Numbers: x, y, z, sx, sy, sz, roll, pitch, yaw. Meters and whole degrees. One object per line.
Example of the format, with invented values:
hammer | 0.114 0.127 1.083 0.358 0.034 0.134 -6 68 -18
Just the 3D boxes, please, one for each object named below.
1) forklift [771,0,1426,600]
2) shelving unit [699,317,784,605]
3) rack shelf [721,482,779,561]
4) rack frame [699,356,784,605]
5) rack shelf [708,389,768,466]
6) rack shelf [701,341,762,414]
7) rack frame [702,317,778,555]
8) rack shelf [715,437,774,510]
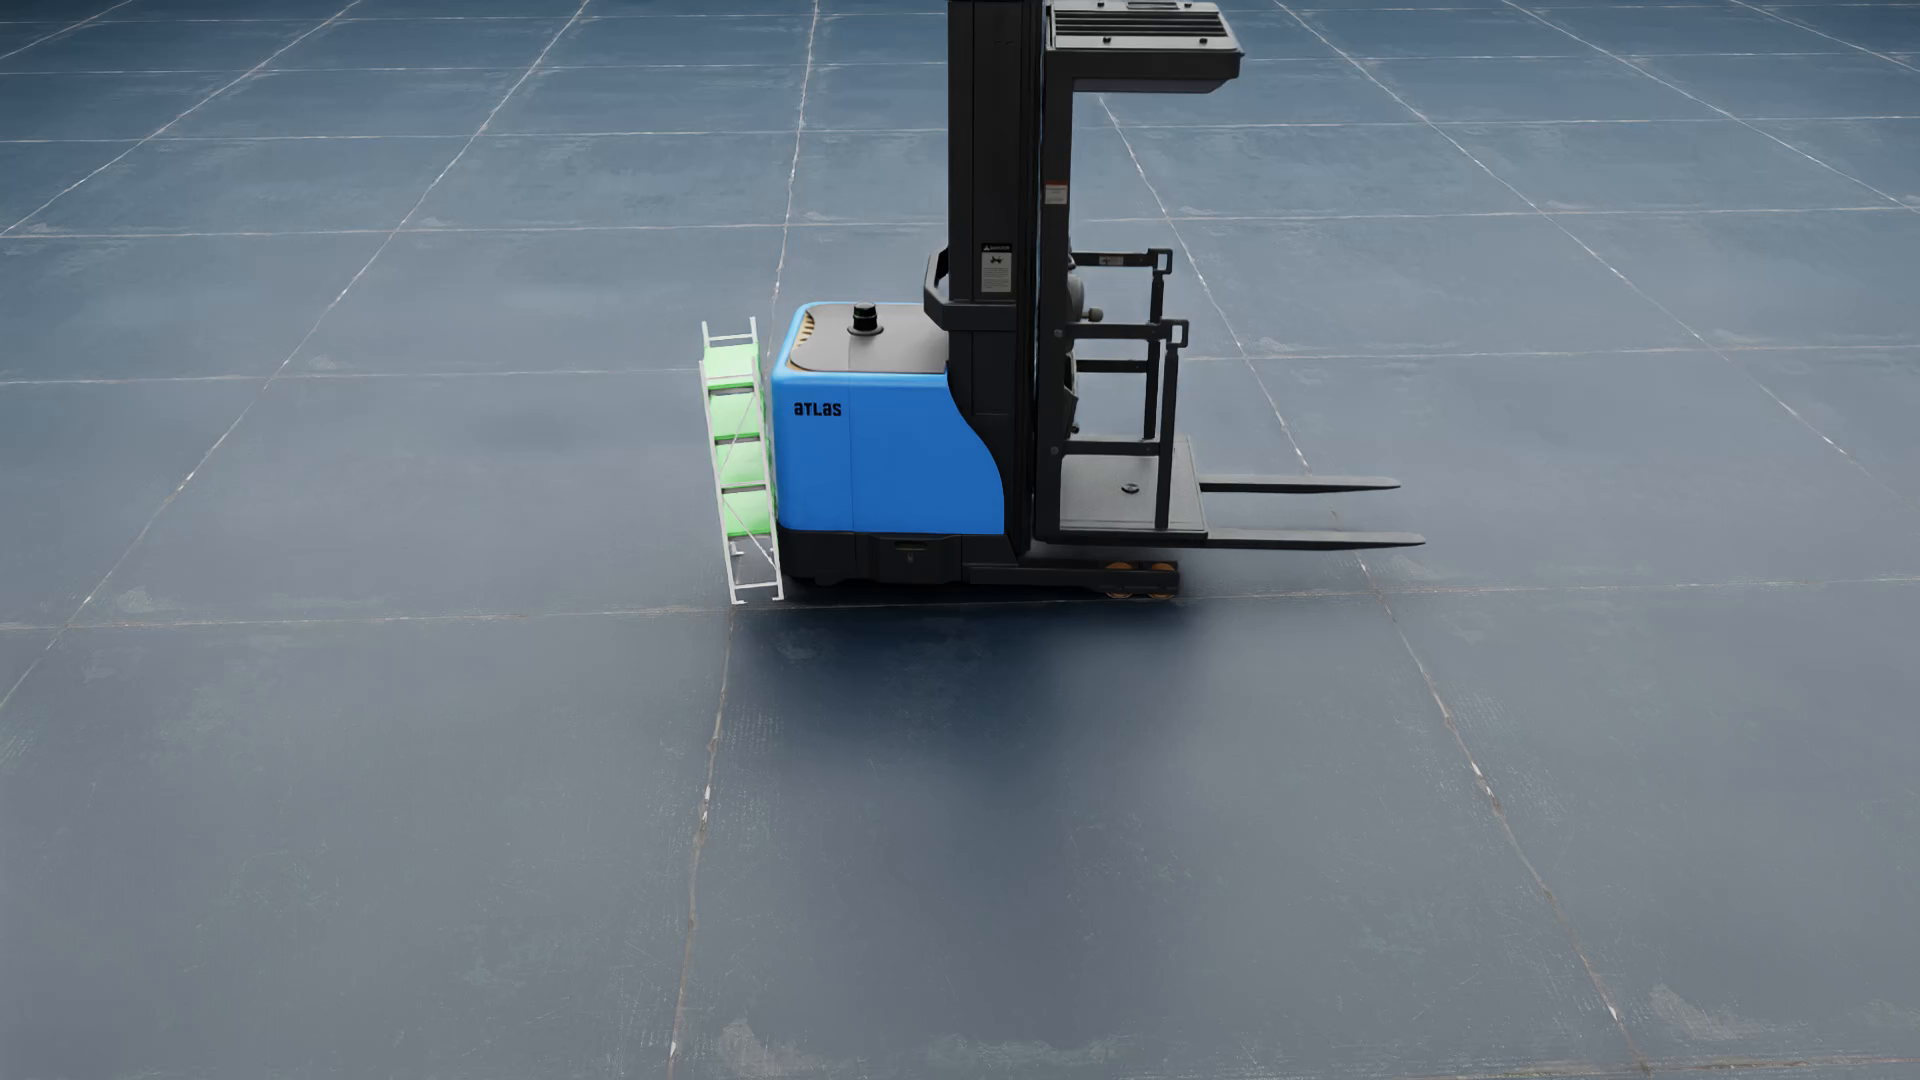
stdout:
forklift | 0.676 -1.275 7.524 3.031 2.935 1.130 1 28 2
shelving unit | -0.994 -0.359 7.626 0.258 1.200 0.503 -6 28 -4
rack shelf | -0.979 -0.090 7.768 0.258 0.148 0.480 -6 28 -4
rack frame | -0.967 -0.247 7.411 0.240 1.200 0.015 -6 28 -4
rack shelf | -1.004 -0.514 7.544 0.258 0.148 0.480 -6 28 -4
rack shelf | -1.016 -0.726 7.432 0.258 0.148 0.480 -6 28 -4
rack frame | -1.022 -0.471 7.841 0.240 1.200 0.015 -6 28 -4
rack shelf | -0.991 -0.302 7.656 0.258 0.148 0.480 -6 28 -4
